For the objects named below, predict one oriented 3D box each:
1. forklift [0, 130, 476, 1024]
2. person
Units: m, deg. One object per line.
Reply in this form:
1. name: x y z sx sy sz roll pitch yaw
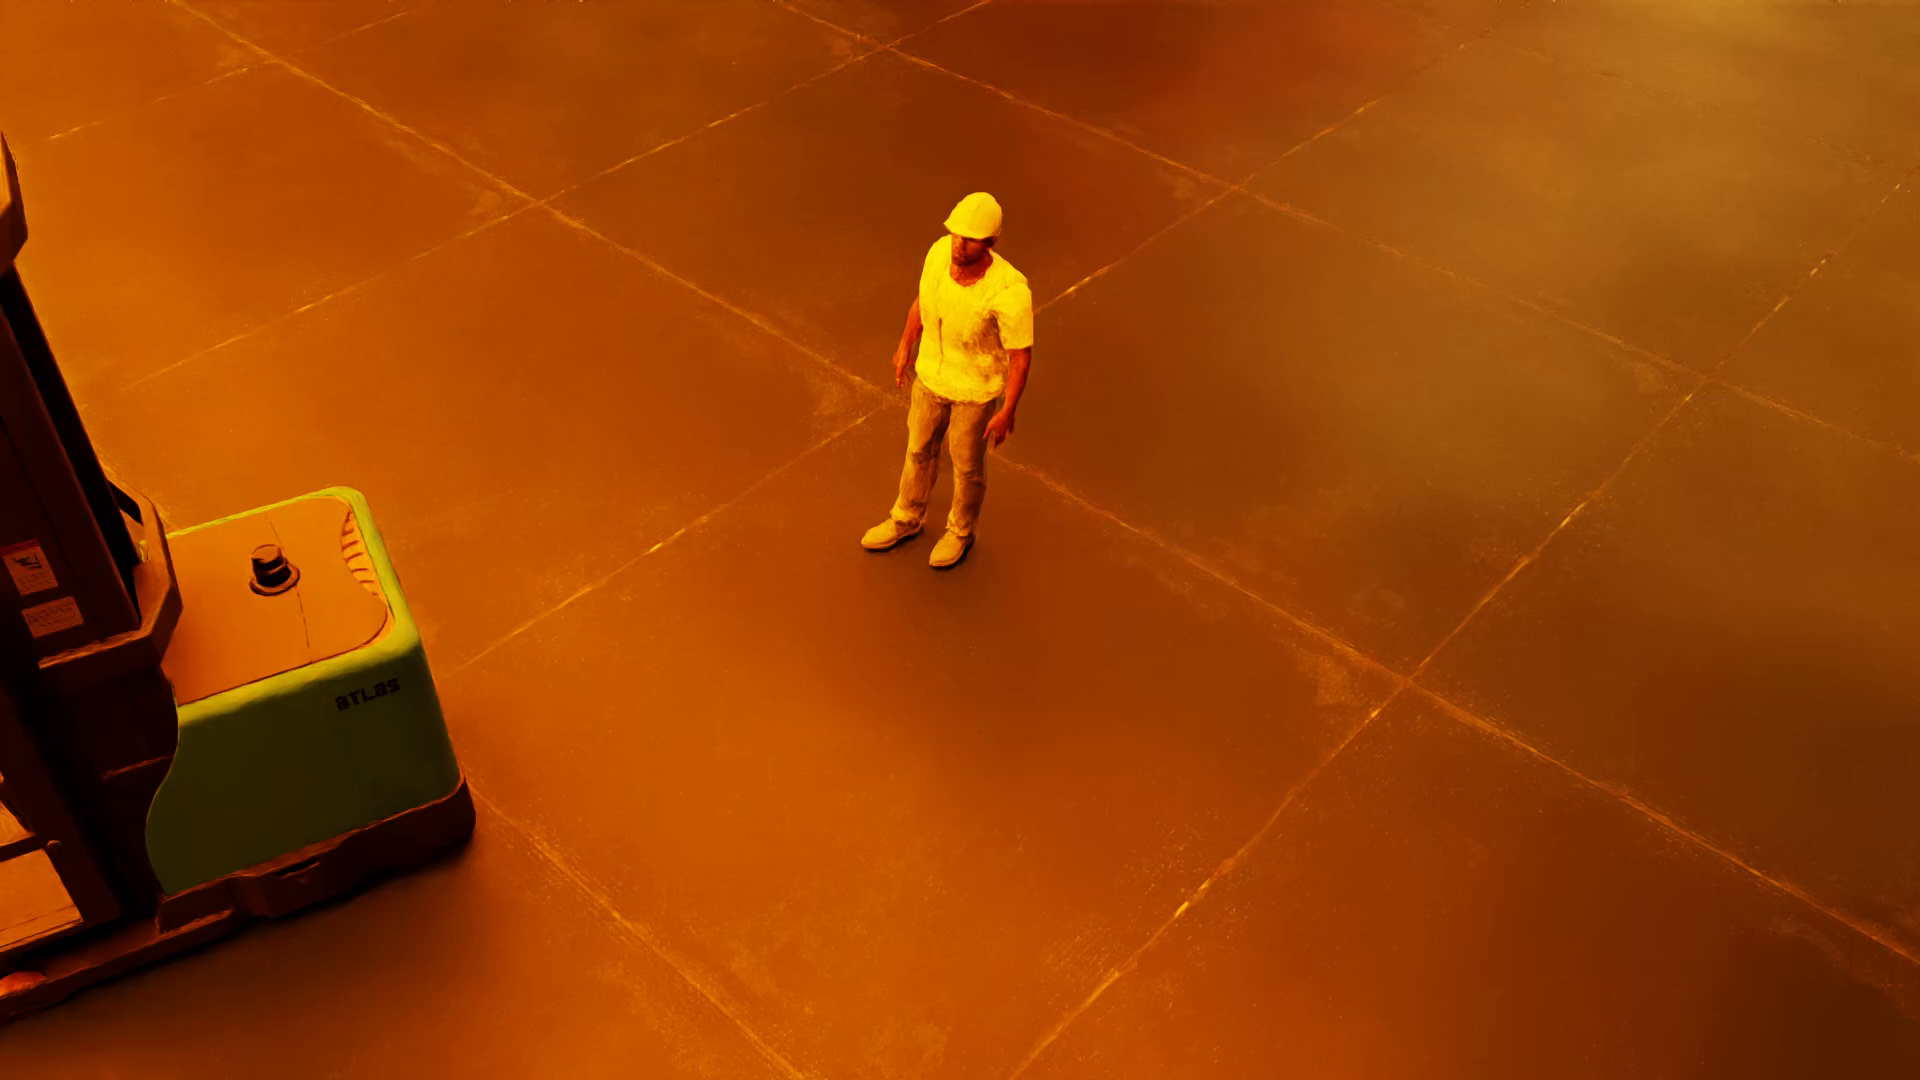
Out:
1. forklift: -3.388 0.200 5.195 3.031 2.935 1.130 -19 44 -21
2. person: -0.055 -0.644 7.068 0.655 1.760 0.576 31 49 31
